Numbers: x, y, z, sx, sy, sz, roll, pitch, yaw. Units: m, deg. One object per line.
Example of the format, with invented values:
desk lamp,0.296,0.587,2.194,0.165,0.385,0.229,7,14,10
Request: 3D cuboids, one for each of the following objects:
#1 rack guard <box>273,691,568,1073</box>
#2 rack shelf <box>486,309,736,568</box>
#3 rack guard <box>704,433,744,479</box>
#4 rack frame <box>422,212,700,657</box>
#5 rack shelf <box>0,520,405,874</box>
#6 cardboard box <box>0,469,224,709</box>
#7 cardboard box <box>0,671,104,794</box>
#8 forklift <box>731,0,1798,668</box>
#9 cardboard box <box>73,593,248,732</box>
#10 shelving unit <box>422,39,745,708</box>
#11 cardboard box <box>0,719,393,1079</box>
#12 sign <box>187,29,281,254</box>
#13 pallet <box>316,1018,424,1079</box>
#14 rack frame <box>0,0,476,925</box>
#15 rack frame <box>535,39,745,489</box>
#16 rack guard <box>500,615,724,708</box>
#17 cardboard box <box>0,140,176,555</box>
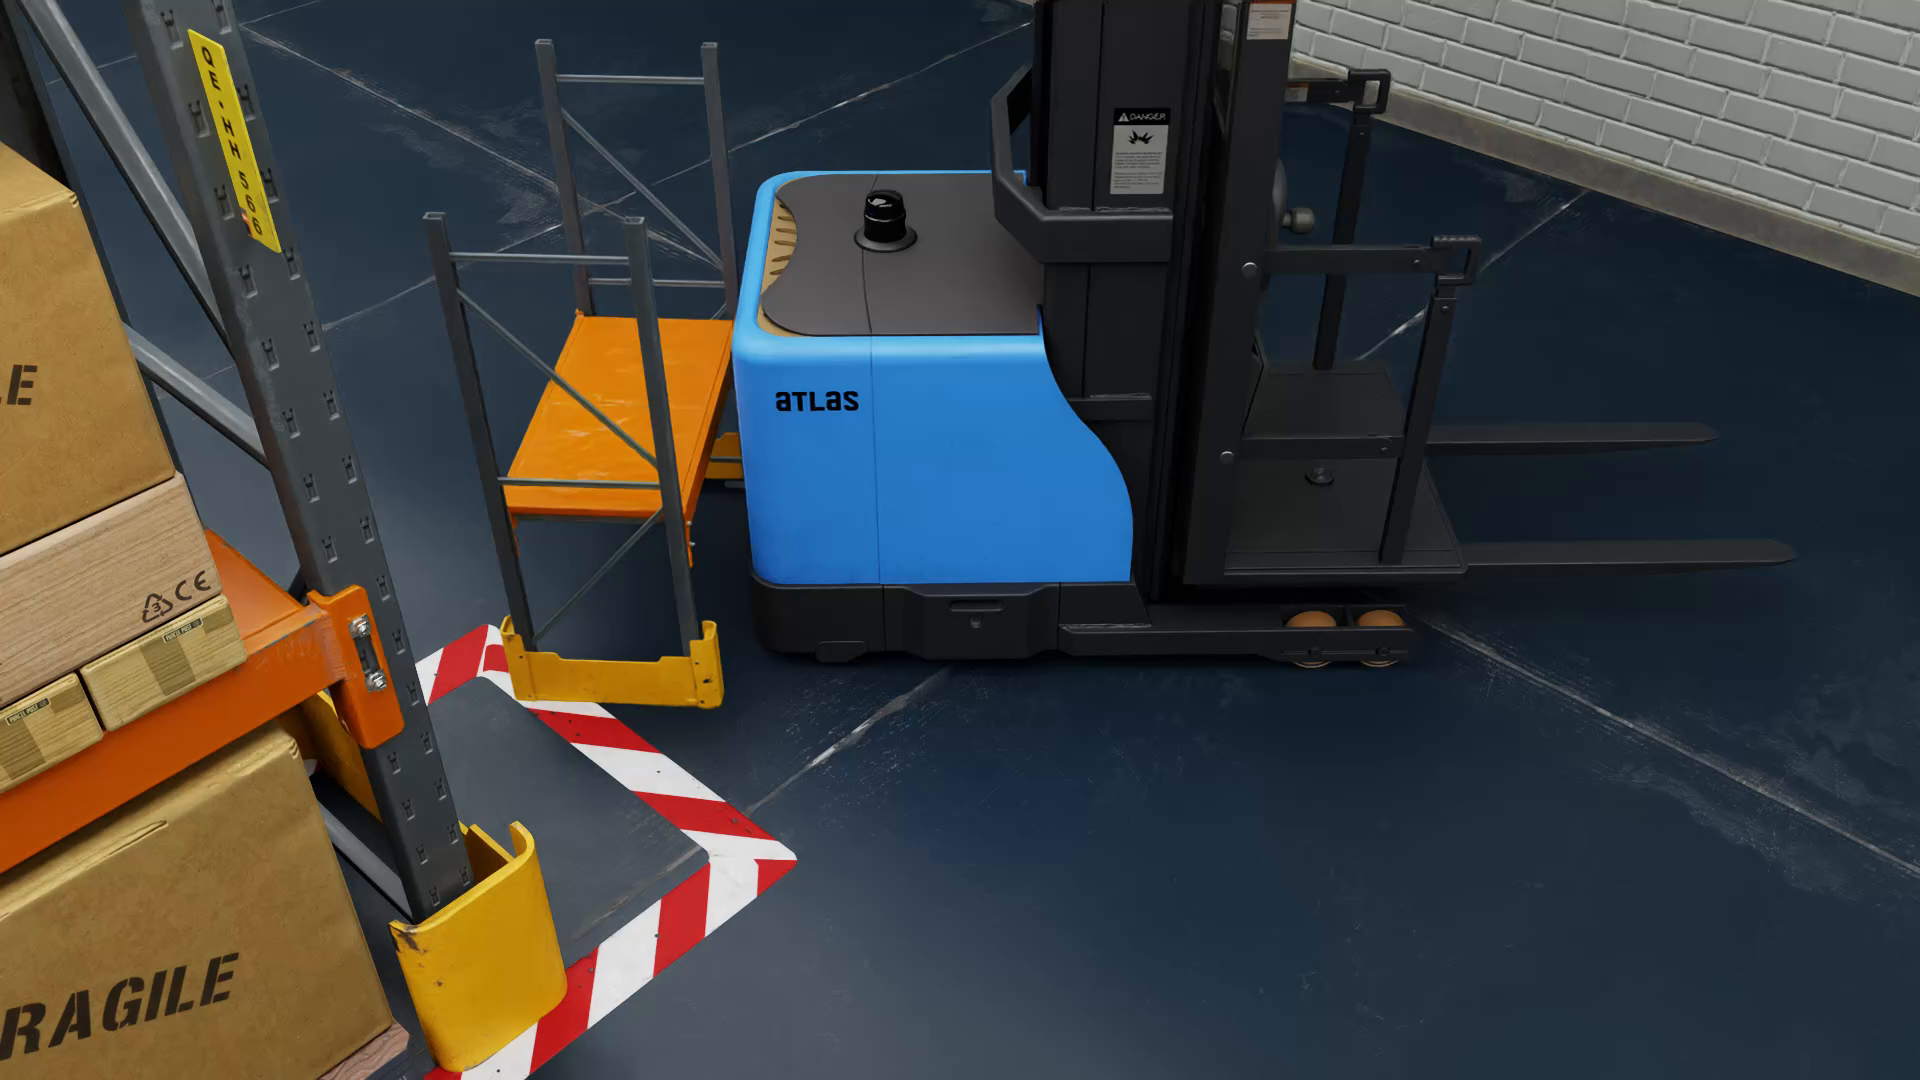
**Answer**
rack guard,-1.445,0.696,3.974,1.175,0.500,0.348,30,47,32
rack shelf,-0.938,-0.315,4.730,0.538,0.185,1.000,2,39,2
rack guard,-0.913,-0.282,5.404,0.587,0.250,0.087,2,39,2
rack frame,-0.963,-0.140,4.221,0.500,1.500,0.032,2,39,2
rack shelf,-2.810,0.929,2.250,1.077,0.370,4.000,30,47,32
cardboard box,-1.592,0.005,2.716,0.500,0.250,0.500,29,47,31
cardboard box,-1.632,0.249,2.729,0.380,0.149,0.250,30,47,32
forklift,0.914,-1.111,4.293,3.031,2.935,1.130,-1,38,-1
cardboard box,-1.458,0.128,2.880,0.380,0.149,0.250,31,48,33
shelving unit,-0.938,-0.462,4.626,0.587,1.500,1.083,2,39,2
cardboard box,-1.833,0.723,3.300,0.875,0.875,0.875,30,47,32
sign,-1.070,-0.583,2.453,0.100,0.325,0.005,30,47,32
pallet,-1.942,1.220,3.546,1.003,0.211,1.213,30,47,32
rack frame,-1.461,-0.272,3.182,1.000,3.000,0.127,30,47,32
rack frame,-0.913,-0.772,5.016,0.500,1.500,0.032,2,39,2
rack guard,-0.962,0.337,4.625,0.587,0.250,0.087,2,39,2
cardboard box,-1.595,-0.289,2.482,0.500,0.500,0.500,30,47,32
